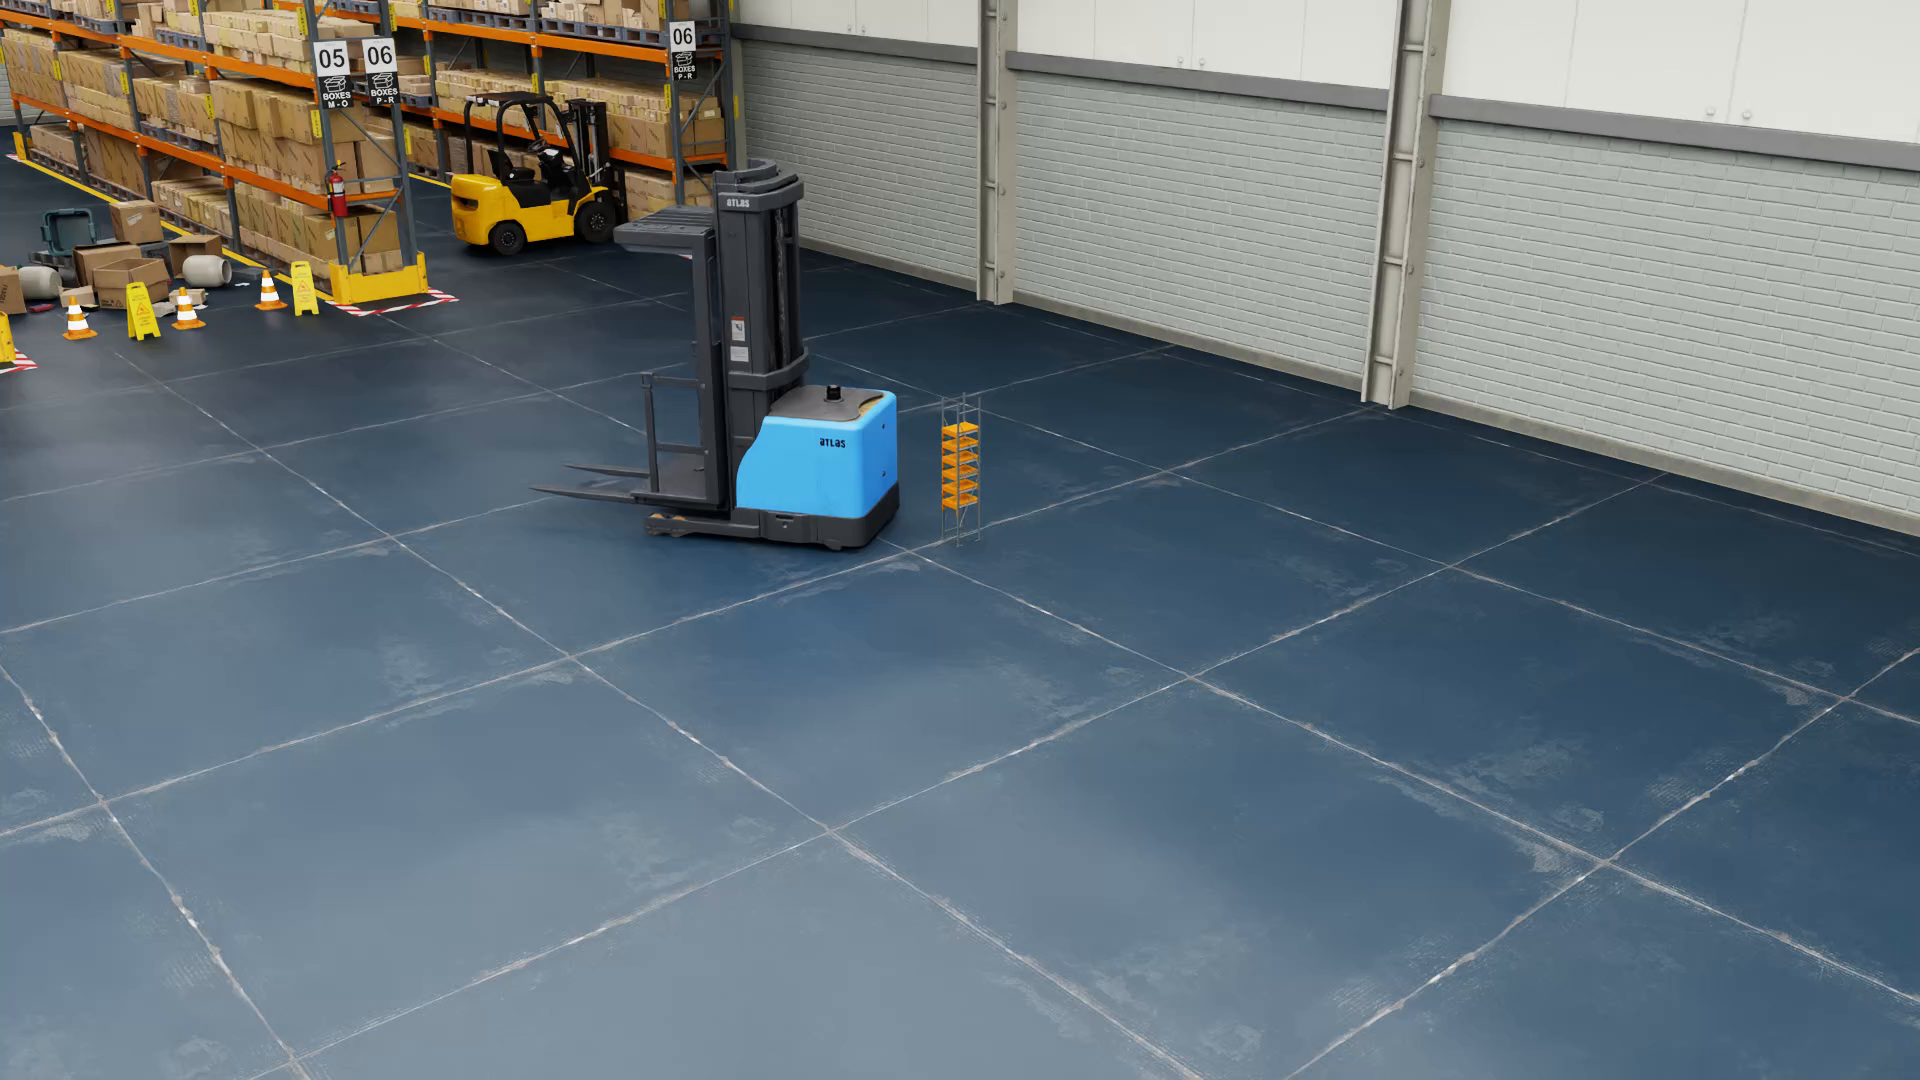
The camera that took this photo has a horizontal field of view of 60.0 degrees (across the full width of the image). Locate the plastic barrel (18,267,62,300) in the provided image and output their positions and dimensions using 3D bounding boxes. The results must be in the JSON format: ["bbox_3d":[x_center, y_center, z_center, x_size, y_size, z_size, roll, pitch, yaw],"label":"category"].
[{"bbox_3d":[-11.839,-3.288,21.298,0.512,0.421,0.421,0,21,-1],"label":"plastic barrel"}]

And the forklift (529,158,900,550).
[{"bbox_3d":[-2.084,-1.566,13.464,3.031,2.935,1.130,6,22,15],"label":"forklift"}]

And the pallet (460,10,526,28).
[{"bbox_3d":[-7.668,-8.764,27.893,1.003,0.211,1.213,-16,26,-35],"label":"pallet"}]

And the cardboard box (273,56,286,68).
[{"bbox_3d":[-8.540,-6.134,21.264,0.380,0.149,0.250,-18,28,-38],"label":"cardboard box"}]

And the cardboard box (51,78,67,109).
[{"bbox_3d":[-15.776,-7.966,29.572,0.500,0.500,0.500,-17,27,-37],"label":"cardboard box"}]

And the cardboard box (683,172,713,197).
[{"bbox_3d":[-3.859,-5.278,24.670,0.500,0.250,0.500,-18,28,-38],"label":"cardboard box"}]

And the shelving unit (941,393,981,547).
[{"bbox_3d":[0.009,-0.555,13.255,0.258,1.200,0.189,-17,27,-37],"label":"shelving unit"}]

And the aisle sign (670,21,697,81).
[{"bbox_3d":[-3.869,-6.842,23.275,0.394,0.787,0.004,-17,27,-37],"label":"aisle sign"}]

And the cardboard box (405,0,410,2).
[{"bbox_3d":[-9.631,-9.638,29.524,0.380,0.149,0.250,-17,27,-36],"label":"cardboard box"}]

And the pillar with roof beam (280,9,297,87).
[{"bbox_3d":[-18.472,-12.868,33.999,9.100,9.000,0.400,-17,27,-37],"label":"pillar with roof beam"}]

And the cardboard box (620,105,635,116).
[{"bbox_3d":[-4.803,-6.381,24.635,0.380,0.149,0.250,-19,28,-39],"label":"cardboard box"}]

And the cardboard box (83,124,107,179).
[{"bbox_3d":[-14.815,-6.906,29.341,0.875,0.875,0.875,-16,27,-36],"label":"cardboard box"}]

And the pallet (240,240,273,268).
[{"bbox_3d":[-9.593,-4.166,23.832,1.003,0.211,1.213,-17,27,-37],"label":"pallet"}]

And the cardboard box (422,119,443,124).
[{"bbox_3d":[-9.900,-7.826,31.315,0.380,0.149,0.250,-17,27,-37],"label":"cardboard box"}]

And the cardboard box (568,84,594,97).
[{"bbox_3d":[-5.814,-6.938,25.651,0.380,0.149,0.250,-17,27,-36],"label":"cardboard box"}]

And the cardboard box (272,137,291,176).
[{"bbox_3d":[-8.657,-5.085,21.808,0.500,0.500,0.500,-18,27,-38],"label":"cardboard box"}]

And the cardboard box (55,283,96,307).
[{"bbox_3d":[-11.225,-3.126,21.101,0.396,0.266,0.258,-12,25,-28],"label":"cardboard box"}]

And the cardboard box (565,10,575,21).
[{"bbox_3d":[-5.736,-7.938,25.156,0.380,0.149,0.250,-16,27,-36],"label":"cardboard box"}]

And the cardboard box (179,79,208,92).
[{"bbox_3d":[-11.187,-6.656,24.354,0.380,0.149,0.250,-19,28,-40],"label":"cardboard box"}]

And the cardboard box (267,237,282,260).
[{"bbox_3d":[-9.172,-4.039,22.878,0.500,0.250,0.500,-18,28,-38],"label":"cardboard box"}]

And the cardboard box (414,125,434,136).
[{"bbox_3d":[-9.765,-7.491,30.458,0.380,0.149,0.250,-19,28,-39],"label":"cardboard box"}]

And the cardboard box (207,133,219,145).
[{"bbox_3d":[-10.603,-5.797,23.940,0.380,0.149,0.250,-17,27,-37],"label":"cardboard box"}]

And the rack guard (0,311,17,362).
[{"bbox_3d":[-11.115,-2.160,18.313,1.175,0.500,0.348,-17,27,-37],"label":"rack guard"}]

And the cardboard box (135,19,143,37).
[{"bbox_3d":[-12.426,-7.883,25.569,0.396,0.266,0.258,-17,27,-37],"label":"cardboard box"}]

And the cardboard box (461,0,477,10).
[{"bbox_3d":[-7.958,-9.076,27.580,0.500,0.500,0.500,-17,27,-36],"label":"cardboard box"}]

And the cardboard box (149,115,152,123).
[{"bbox_3d":[-12.439,-6.605,26.004,0.380,0.149,0.250,-20,29,-41],"label":"cardboard box"}]

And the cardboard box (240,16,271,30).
[{"bbox_3d":[-9.208,-6.781,21.823,0.380,0.149,0.250,-18,28,-38],"label":"cardboard box"}]

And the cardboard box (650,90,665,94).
[{"bbox_3d":[-4.416,-6.639,24.887,0.380,0.149,0.250,-16,27,-36],"label":"cardboard box"}]

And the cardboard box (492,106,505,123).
[{"bbox_3d":[-7.460,-7.114,27.739,0.500,0.250,0.500,-17,27,-37],"label":"cardboard box"}]

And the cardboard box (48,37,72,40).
[{"bbox_3d":[-15.967,-8.846,29.557,0.380,0.149,0.250,-17,27,-37],"label":"cardboard box"}]

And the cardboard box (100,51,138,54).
[{"bbox_3d":[-14.455,-8.159,28.695,0.500,0.500,0.500,-17,27,-36],"label":"cardboard box"}]

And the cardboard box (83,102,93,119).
[{"bbox_3d":[-14.531,-7.310,28.240,0.500,0.250,0.500,-18,28,-38],"label":"cardboard box"}]

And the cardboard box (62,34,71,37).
[{"bbox_3d":[-16.161,-9.156,30.351,0.380,0.149,0.250,-18,27,-38],"label":"cardboard box"}]

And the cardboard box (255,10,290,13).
[{"bbox_3d":[-9.458,-7.204,22.901,0.380,0.149,0.250,-18,28,-39],"label":"cardboard box"}]

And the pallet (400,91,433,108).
[{"bbox_3d":[-9.407,-8.011,30.087,1.213,0.211,1.003,-17,27,-37],"label":"pallet"}]

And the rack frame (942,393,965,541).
[{"bbox_3d":[-0.050,-0.580,13.320,0.240,1.200,0.006,-17,27,-37],"label":"rack frame"}]

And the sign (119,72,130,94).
[{"bbox_3d":[-13.087,-7.153,26.046,0.100,0.325,0.005,-17,27,-37],"label":"sign"}]

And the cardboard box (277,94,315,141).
[{"bbox_3d":[-8.271,-5.418,21.288,0.700,0.500,0.500,-17,27,-37],"label":"cardboard box"}]

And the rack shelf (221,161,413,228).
[{"bbox_3d":[-8.753,-4.754,22.496,1.077,0.370,4.000,-17,27,-37],"label":"rack shelf"}]

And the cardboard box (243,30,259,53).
[{"bbox_3d":[-8.986,-6.500,21.651,0.500,0.250,0.500,-17,27,-37],"label":"cardboard box"}]

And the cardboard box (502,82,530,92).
[{"bbox_3d":[-7.265,-7.403,27.245,0.380,0.149,0.250,-19,28,-39],"label":"cardboard box"}]

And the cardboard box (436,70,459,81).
[{"bbox_3d":[-8.926,-8.120,29.076,0.380,0.149,0.250,-16,27,-36],"label":"cardboard box"}]

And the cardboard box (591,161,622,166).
[{"bbox_3d":[-5.562,-5.719,25.795,0.500,0.250,0.500,-16,27,-36],"label":"cardboard box"}]

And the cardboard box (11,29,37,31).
[{"bbox_3d":[-17.644,-9.552,31.361,0.380,0.149,0.250,-17,27,-36],"label":"cardboard box"}]

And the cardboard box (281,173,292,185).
[{"bbox_3d":[-8.741,-4.809,21.993,0.380,0.149,0.250,-18,28,-38],"label":"cardboard box"}]

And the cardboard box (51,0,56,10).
[{"bbox_3d":[-15.219,-9.160,28.254,0.396,0.266,0.258,-18,28,-38],"label":"cardboard box"}]

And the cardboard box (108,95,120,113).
[{"bbox_3d":[-13.515,-7.124,27.080,0.500,0.250,0.500,-18,28,-39],"label":"cardboard box"}]

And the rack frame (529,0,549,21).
[{"bbox_3d":[-6.300,-9.618,25.701,1.000,3.000,0.127,-17,27,-37],"label":"rack frame"}]

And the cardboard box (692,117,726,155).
[{"bbox_3d":[-3.802,-5.969,24.474,0.500,0.500,0.500,-16,27,-36],"label":"cardboard box"}]

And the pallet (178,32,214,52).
[{"bbox_3d":[-10.380,-7.147,23.763,1.213,0.211,1.003,-17,27,-37],"label":"pallet"}]

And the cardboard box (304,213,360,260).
[{"bbox_3d":[-8.168,-3.960,21.649,0.500,0.500,0.500,-17,27,-37],"label":"cardboard box"}]

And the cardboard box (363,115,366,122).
[{"bbox_3d":[-11.489,-8.206,32.284,0.380,0.149,0.250,-16,26,-35],"label":"cardboard box"}]

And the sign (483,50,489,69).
[{"bbox_3d":[-8.493,-8.602,29.745,0.100,0.325,0.005,-17,27,-37],"label":"sign"}]

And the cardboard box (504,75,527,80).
[{"bbox_3d":[-7.529,-7.817,28.302,0.380,0.149,0.250,-16,27,-36],"label":"cardboard box"}]

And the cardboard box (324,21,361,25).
[{"bbox_3d":[-7.817,-6.484,21.064,0.380,0.149,0.250,-17,27,-37],"label":"cardboard box"}]

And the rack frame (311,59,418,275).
[{"bbox_3d":[-7.447,-4.537,20.954,1.000,3.000,0.127,-17,27,-37],"label":"rack frame"}]

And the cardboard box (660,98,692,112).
[{"bbox_3d":[-4.083,-6.255,23.907,0.380,0.149,0.250,-17,27,-37],"label":"cardboard box"}]
